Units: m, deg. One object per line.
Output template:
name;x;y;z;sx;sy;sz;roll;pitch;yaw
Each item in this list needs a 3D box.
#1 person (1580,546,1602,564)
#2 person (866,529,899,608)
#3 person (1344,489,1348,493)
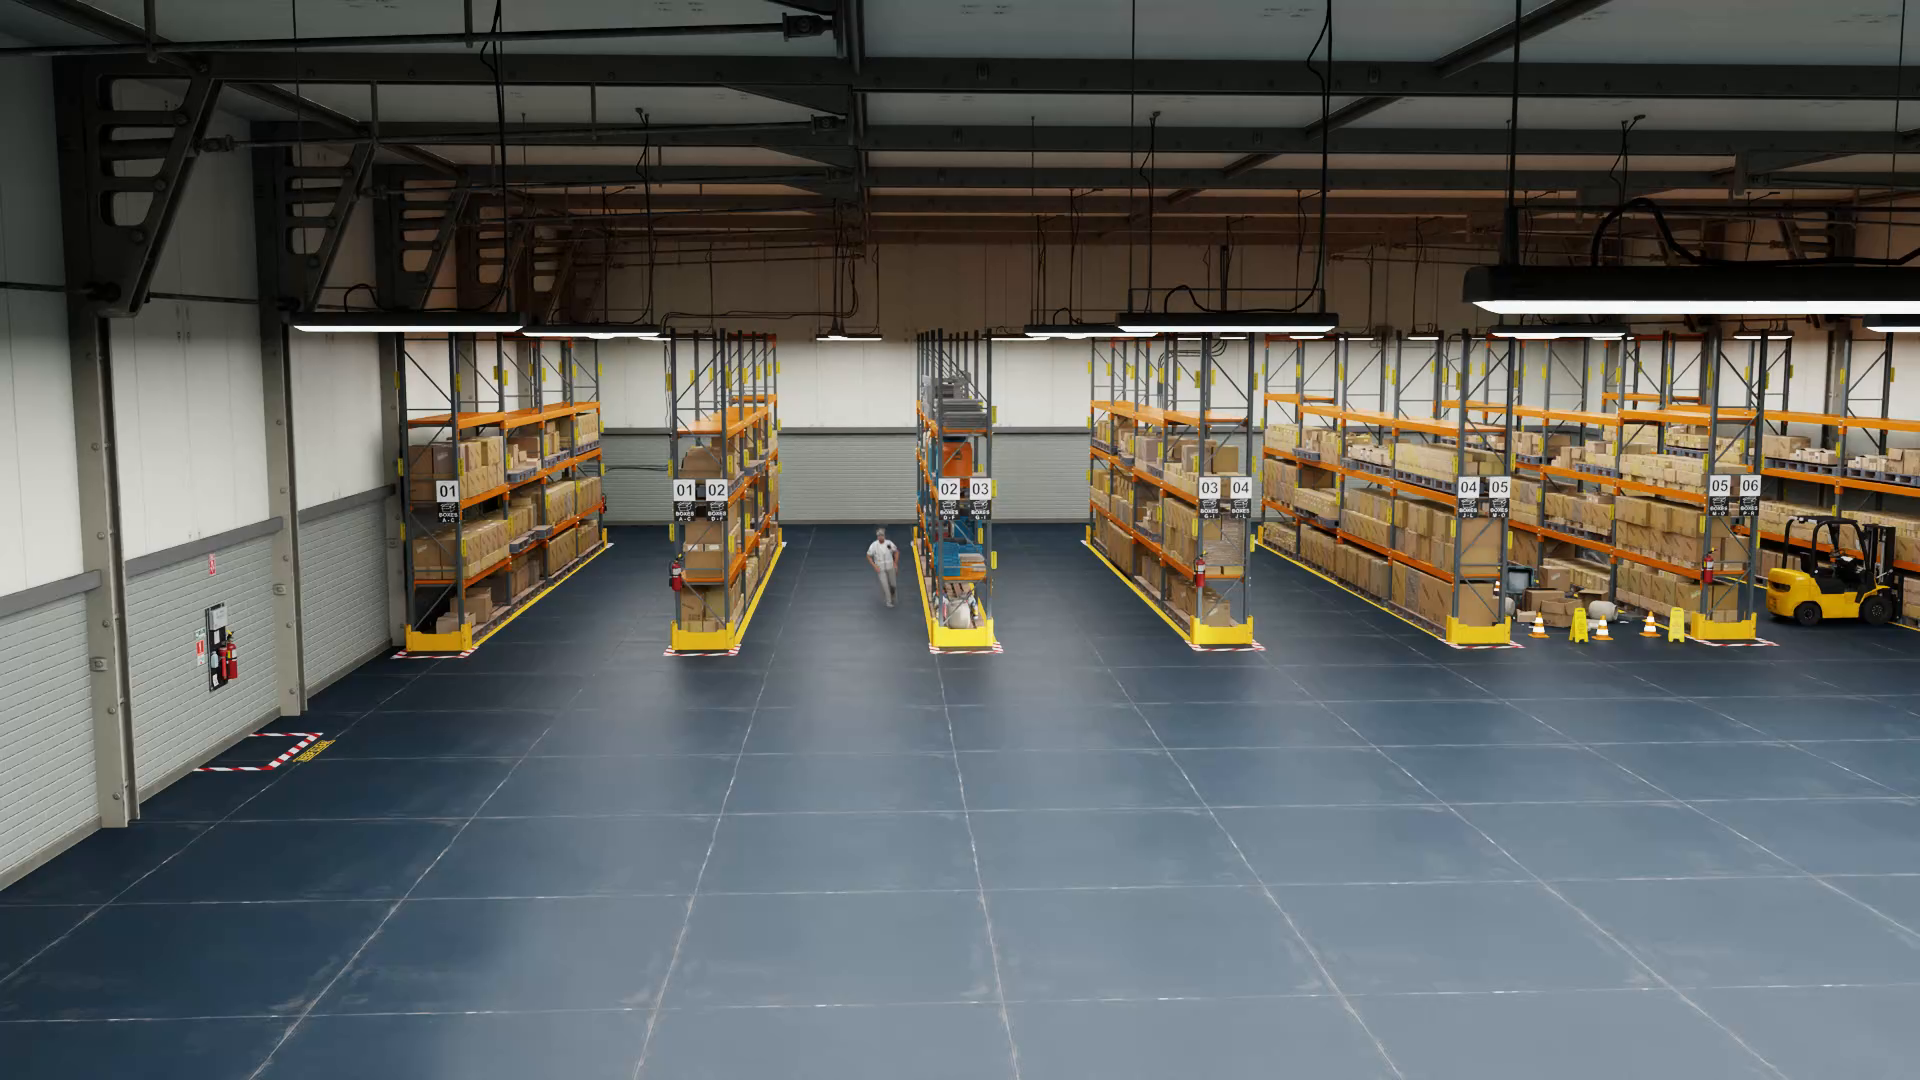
person;15.904;-0.020;41.934;0.575;1.644;0.724;-2;7;-16
person;-1.684;0.597;36.270;0.713;1.728;0.554;-1;7;-6
person;10.837;-0.596;46.810;0.640;1.653;0.556;-2;7;-20
